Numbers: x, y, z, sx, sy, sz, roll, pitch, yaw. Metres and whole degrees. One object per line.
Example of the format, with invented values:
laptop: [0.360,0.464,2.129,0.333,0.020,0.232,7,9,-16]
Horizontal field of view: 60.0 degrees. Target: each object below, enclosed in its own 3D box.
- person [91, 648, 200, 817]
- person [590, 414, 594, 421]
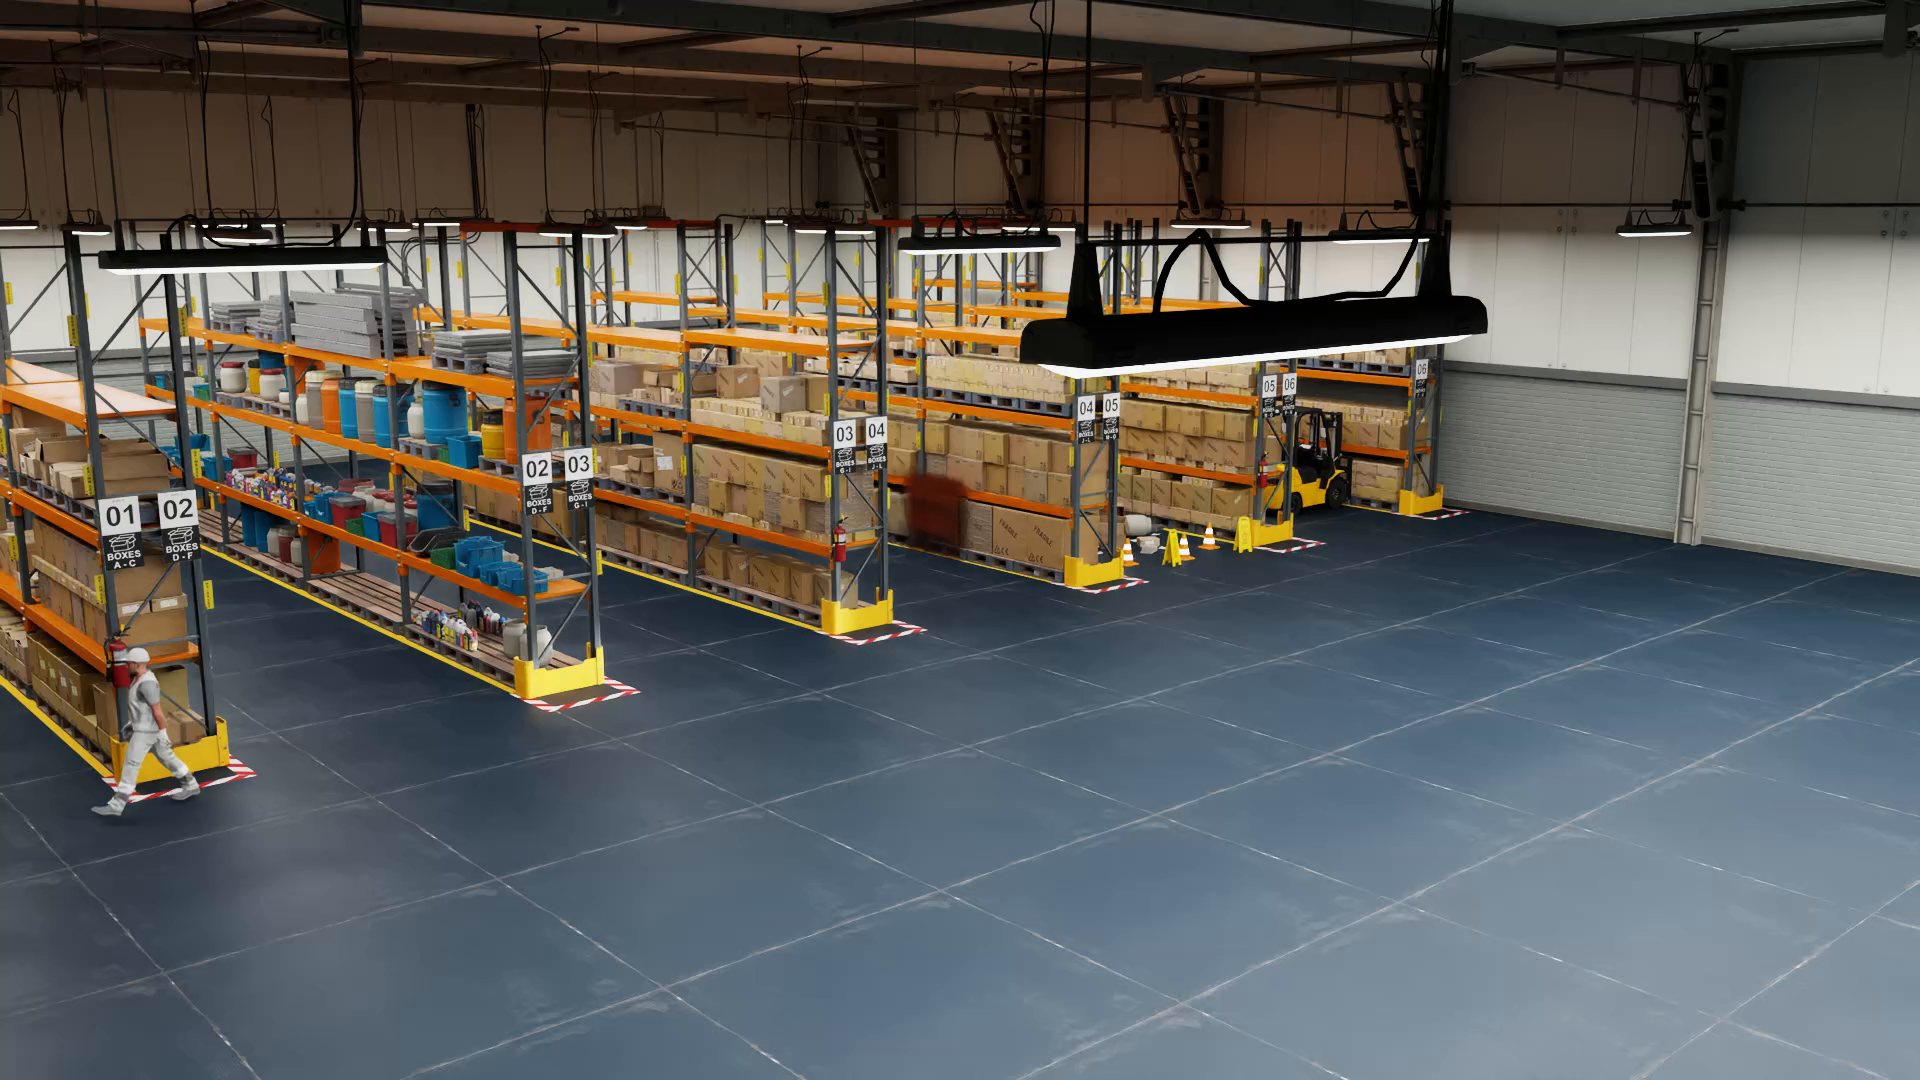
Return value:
person: [-8.655,1.994,17.547,1.039,1.722,0.609,-5,13,-25]
person: [-9.290,-2.823,41.299,0.455,1.780,0.579,-5,13,-24]
